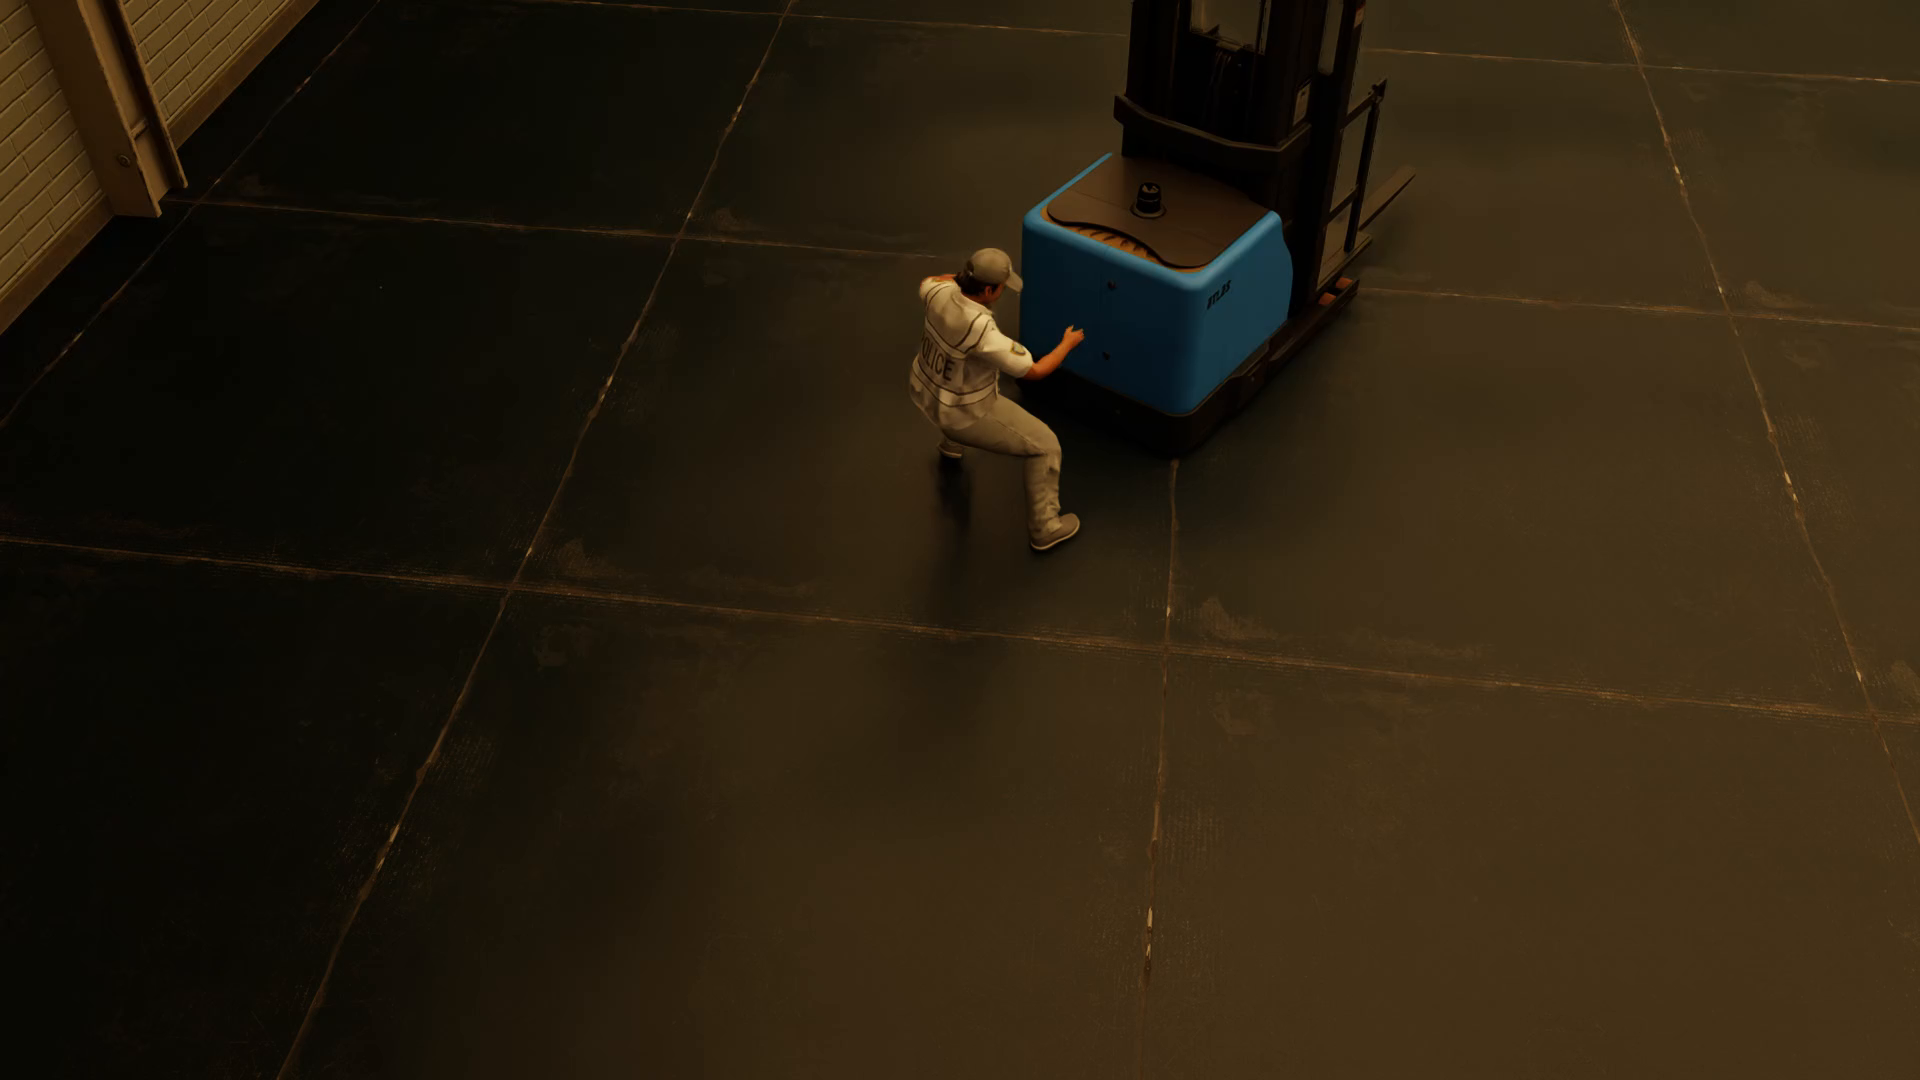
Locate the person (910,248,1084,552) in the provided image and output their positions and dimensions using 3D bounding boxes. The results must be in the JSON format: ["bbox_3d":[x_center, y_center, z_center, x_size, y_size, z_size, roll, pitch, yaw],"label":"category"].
[{"bbox_3d":[0.160,-0.752,7.637,0.737,1.451,0.957,-23,47,-23],"label":"person"}]

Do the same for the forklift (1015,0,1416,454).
[{"bbox_3d":[1.570,-2.455,8.397,1.130,2.935,3.031,27,49,26],"label":"forklift"}]
